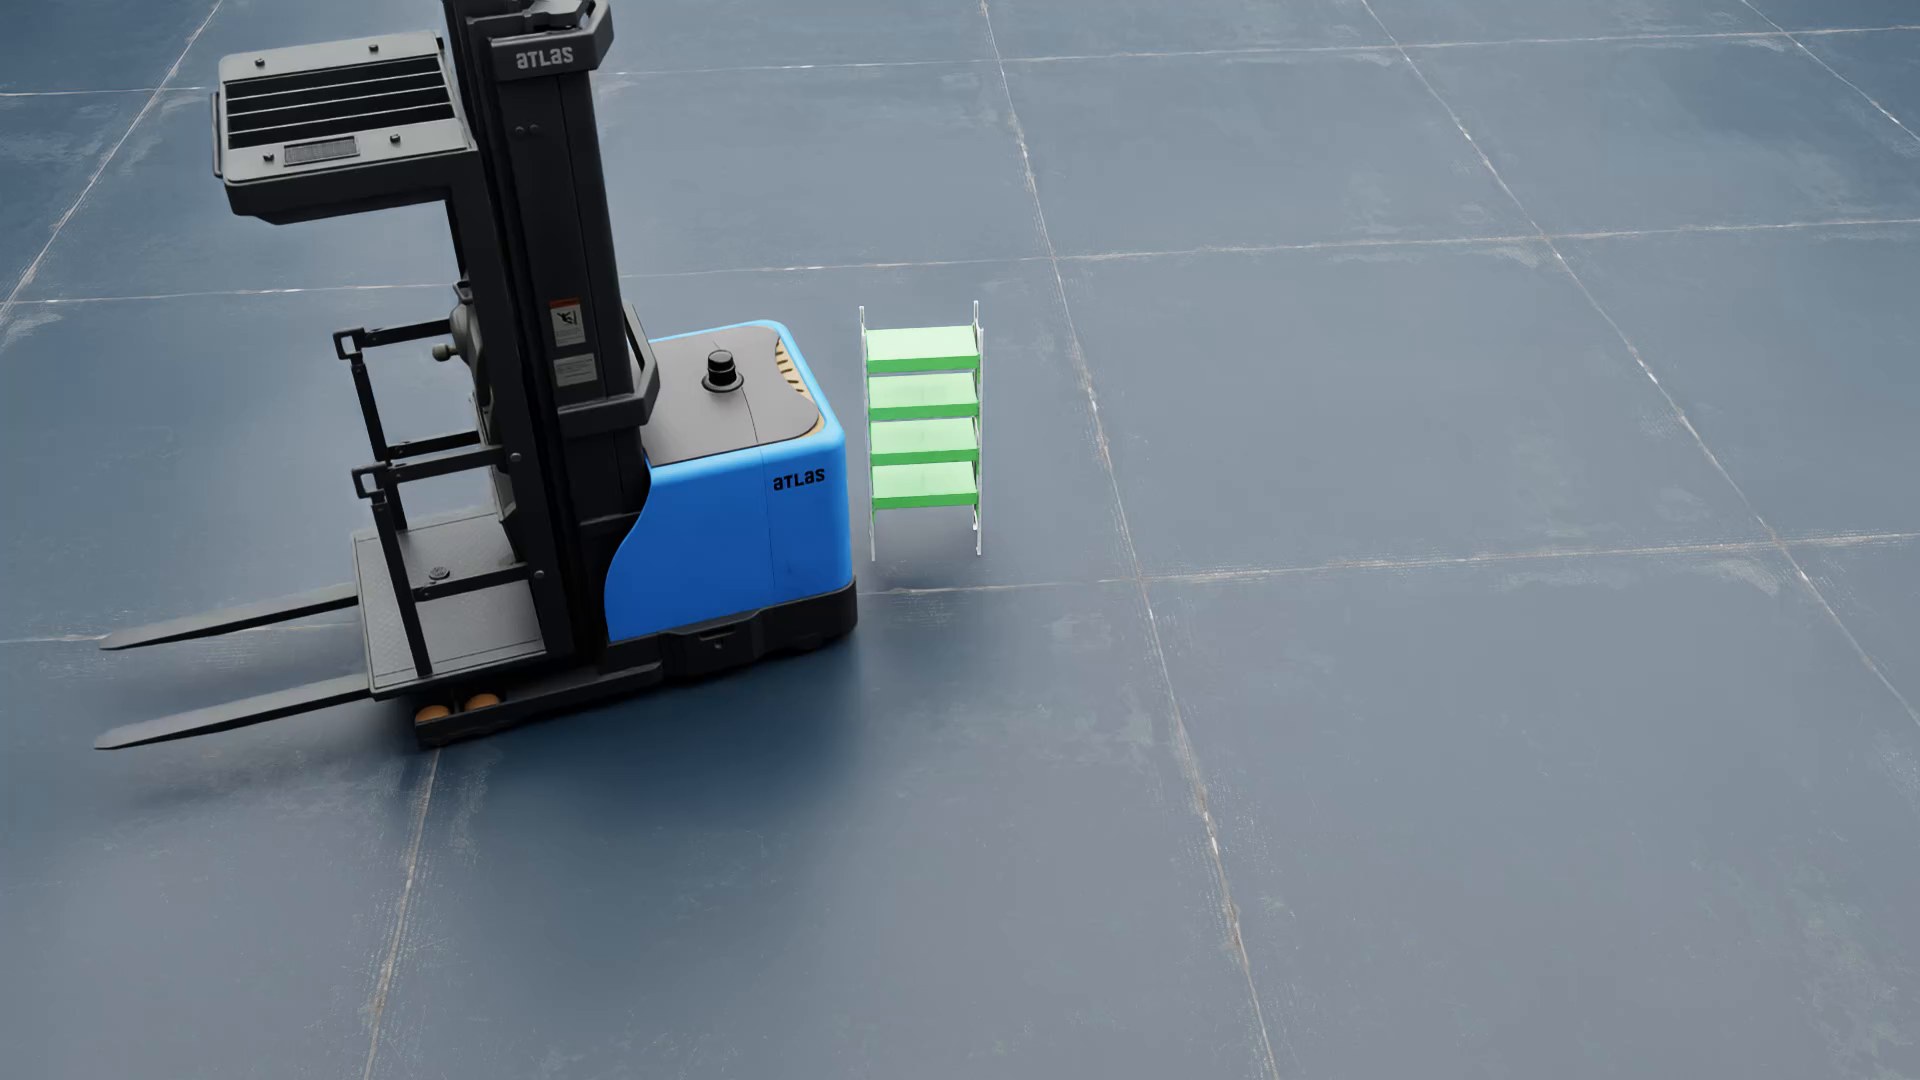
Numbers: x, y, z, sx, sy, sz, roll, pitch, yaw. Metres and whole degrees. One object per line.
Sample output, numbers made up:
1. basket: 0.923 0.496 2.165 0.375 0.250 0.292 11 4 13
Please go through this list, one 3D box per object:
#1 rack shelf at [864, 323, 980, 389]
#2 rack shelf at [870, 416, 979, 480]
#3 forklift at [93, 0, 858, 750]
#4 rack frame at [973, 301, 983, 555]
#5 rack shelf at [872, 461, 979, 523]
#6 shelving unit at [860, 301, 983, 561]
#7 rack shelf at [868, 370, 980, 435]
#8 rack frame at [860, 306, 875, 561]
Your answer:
1. rack shelf: -0.165 -0.789 7.109 0.480 0.148 0.258 -3 38 -4
2. rack shelf: -0.165 -0.412 7.406 0.480 0.148 0.258 -3 38 -4
3. forklift: -2.015 -0.692 6.261 3.031 2.935 1.130 -13 40 -16
4. rack frame: 0.078 -0.475 7.384 0.015 1.200 0.240 -3 38 -4
5. rack shelf: -0.165 -0.223 7.555 0.480 0.148 0.258 -3 38 -4
6. shelving unit: -0.165 -0.462 7.367 0.503 1.200 0.258 -3 38 -4
7. rack shelf: -0.165 -0.600 7.258 0.480 0.148 0.258 -3 38 -4
8. rack frame: -0.408 -0.449 7.350 0.015 1.200 0.240 -3 38 -4
